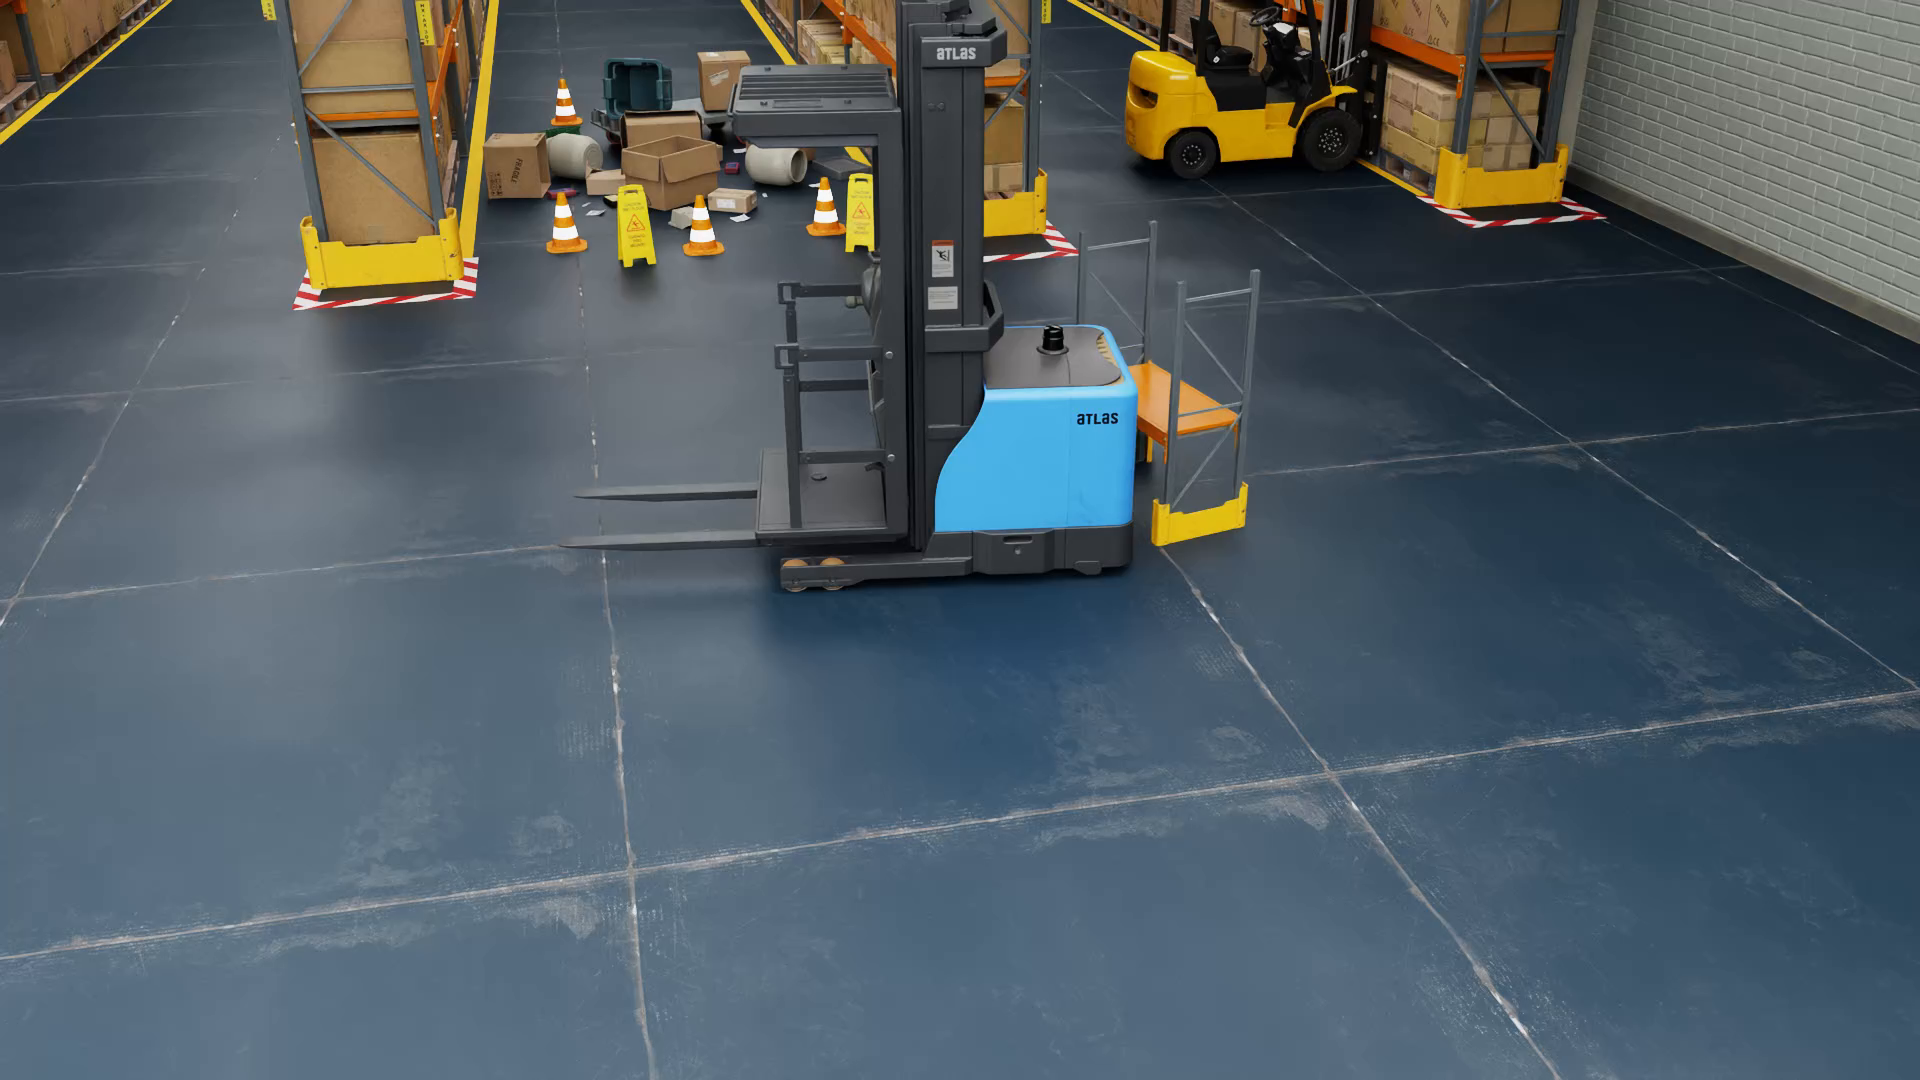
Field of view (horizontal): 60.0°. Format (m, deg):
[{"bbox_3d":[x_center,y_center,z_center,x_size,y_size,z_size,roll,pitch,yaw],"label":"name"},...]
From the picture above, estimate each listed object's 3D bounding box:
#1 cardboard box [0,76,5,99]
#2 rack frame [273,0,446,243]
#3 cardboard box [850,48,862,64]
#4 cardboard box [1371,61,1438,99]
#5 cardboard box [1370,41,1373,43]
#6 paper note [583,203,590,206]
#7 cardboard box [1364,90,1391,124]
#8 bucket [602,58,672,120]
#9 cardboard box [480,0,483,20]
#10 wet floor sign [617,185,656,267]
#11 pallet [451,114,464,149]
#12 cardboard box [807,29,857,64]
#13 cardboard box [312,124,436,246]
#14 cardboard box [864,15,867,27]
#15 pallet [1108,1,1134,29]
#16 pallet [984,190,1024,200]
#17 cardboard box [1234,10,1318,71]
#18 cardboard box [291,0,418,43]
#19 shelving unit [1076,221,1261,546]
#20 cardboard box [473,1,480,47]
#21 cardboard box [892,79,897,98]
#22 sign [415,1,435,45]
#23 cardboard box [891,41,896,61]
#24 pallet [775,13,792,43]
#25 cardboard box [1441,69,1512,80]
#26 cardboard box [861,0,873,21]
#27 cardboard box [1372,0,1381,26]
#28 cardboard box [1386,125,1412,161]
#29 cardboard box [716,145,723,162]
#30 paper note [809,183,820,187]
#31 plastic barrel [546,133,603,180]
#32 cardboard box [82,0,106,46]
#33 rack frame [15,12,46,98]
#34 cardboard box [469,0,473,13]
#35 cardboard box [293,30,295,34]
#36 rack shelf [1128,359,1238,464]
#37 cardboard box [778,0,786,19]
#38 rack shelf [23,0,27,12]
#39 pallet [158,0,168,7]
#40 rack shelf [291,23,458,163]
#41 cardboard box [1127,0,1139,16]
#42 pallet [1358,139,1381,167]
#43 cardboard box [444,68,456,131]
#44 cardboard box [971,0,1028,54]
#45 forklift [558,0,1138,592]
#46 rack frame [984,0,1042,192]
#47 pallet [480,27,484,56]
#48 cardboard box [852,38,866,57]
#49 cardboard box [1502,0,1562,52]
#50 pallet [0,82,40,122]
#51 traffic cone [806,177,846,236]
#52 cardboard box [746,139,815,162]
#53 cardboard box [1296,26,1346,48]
[{"bbox_3d":[-10.973,-5.066,18.243,0.700,0.500,0.500,-8,28,-16],"label":"cardboard box"},{"bbox_3d":[-4.622,-3.467,12.790,1.000,3.000,0.127,-6,27,-12],"label":"rack frame"},{"bbox_3d":[-0.854,-4.778,17.141,0.500,0.500,0.500,-5,27,-9],"label":"cardboard box"},{"bbox_3d":[4.361,-4.540,16.393,0.500,0.250,0.500,-6,27,-11],"label":"cardboard box"},{"bbox_3d":[4.539,-5.265,17.827,0.500,0.250,0.500,-6,27,-12],"label":"cardboard box"},{"bbox_3d":[-3.459,-3.105,15.391,0.032,0.001,0.123,8,28,15],"label":"paper note"},{"bbox_3d":[4.359,-4.330,16.531,0.500,0.250,0.500,-7,28,-13],"label":"cardboard box"},{"bbox_3d":[-3.247,-4.615,17.009,0.726,0.611,0.620,3,17,6],"label":"bucket"},{"bbox_3d":[-6.915,-7.507,23.103,0.500,0.500,0.500,-6,27,-13],"label":"cardboard box"},{"bbox_3d":[-2.687,-2.604,13.693,0.267,0.644,0.232,-11,29,-20],"label":"wet floor sign"},{"bbox_3d":[-5.771,-4.309,17.553,1.003,0.211,1.213,-6,27,-12],"label":"pallet"},{"bbox_3d":[-1.334,-5.968,20.196,0.950,0.372,0.625,-6,27,-13],"label":"cardboard box"},{"bbox_3d":[-4.840,-2.997,13.750,0.875,0.875,0.875,-6,27,-11],"label":"cardboard box"},{"bbox_3d":[-0.747,-5.156,16.414,0.380,0.149,0.250,-5,27,-10],"label":"cardboard box"},{"bbox_3d":[2.807,-7.653,24.178,1.003,0.211,1.213,-6,27,-12],"label":"pallet"},{"bbox_3d":[0.012,-3.163,15.282,1.003,0.211,1.213,-6,27,-12],"label":"pallet"},{"bbox_3d":[3.815,-5.972,19.923,0.875,0.625,0.625,-6,27,-12],"label":"cardboard box"},{"bbox_3d":[-4.668,-4.183,12.843,0.875,0.550,0.550,-6,27,-12],"label":"cardboard box"},{"bbox_3d":[1.119,-0.909,9.386,0.587,1.500,1.083,-12,29,-23],"label":"shelving unit"},{"bbox_3d":[-6.453,-6.607,21.320,0.500,0.500,0.500,-6,27,-11],"label":"cardboard box"},{"bbox_3d":[-0.405,-4.078,15.033,0.380,0.149,0.250,-5,27,-10],"label":"cardboard box"},{"bbox_3d":[-4.080,-3.942,12.683,0.100,0.325,0.005,-6,27,-12],"label":"sign"},{"bbox_3d":[-0.405,-4.369,14.856,0.380,0.149,0.250,-5,27,-11],"label":"cardboard box"},{"bbox_3d":[-2.001,-7.169,23.220,1.003,0.211,1.213,-6,27,-12],"label":"pallet"},{"bbox_3d":[4.973,-4.375,16.065,0.500,0.250,0.500,-6,27,-12],"label":"cardboard box"},{"bbox_3d":[-0.660,-5.286,15.953,0.500,0.500,0.500,-6,27,-12],"label":"cardboard box"},{"bbox_3d":[4.298,-5.427,16.562,0.500,0.500,0.500,-6,27,-11],"label":"cardboard box"},{"bbox_3d":[4.496,-3.873,16.180,0.500,0.250,0.500,-6,27,-12],"label":"cardboard box"},{"bbox_3d":[-2.632,-3.974,16.828,0.396,0.266,0.258,19,32,32],"label":"cardboard box"},{"bbox_3d":[-1.359,-3.412,15.976,0.142,0.019,0.148,-16,31,-29],"label":"paper note"},{"bbox_3d":[-3.774,-3.731,16.171,0.512,0.421,0.421,13,30,24],"label":"plastic barrel"},{"bbox_3d":[-11.816,-6.843,21.371,1.225,0.875,0.875,-7,28,-13],"label":"cardboard box"},{"bbox_3d":[-11.281,-6.520,18.838,1.000,3.000,0.127,-6,27,-12],"label":"rack frame"},{"bbox_3d":[-6.345,-6.713,20.696,0.500,0.250,0.500,-7,28,-14],"label":"cardboard box"},{"bbox_3d":[-4.895,-3.931,13.544,0.875,0.550,0.550,-6,27,-12],"label":"cardboard box"},{"bbox_3d":[1.123,-0.745,9.460,0.538,0.185,1.000,-12,29,-23],"label":"rack shelf"},{"bbox_3d":[-2.098,-7.861,23.388,0.875,0.875,0.875,-5,27,-10],"label":"cardboard box"},{"bbox_3d":[-11.731,-7.076,20.740,1.077,0.370,4.000,-6,27,-12],"label":"rack shelf"},{"bbox_3d":[-12.827,-8.444,25.745,1.003,0.211,1.213,-6,27,-12],"label":"pallet"},{"bbox_3d":[-5.073,-4.024,14.691,1.077,0.370,4.000,-6,27,-12],"label":"rack shelf"},{"bbox_3d":[2.682,-7.717,23.519,0.500,0.500,0.500,-5,27,-9],"label":"cardboard box"},{"bbox_3d":[4.528,-4.141,17.219,1.003,0.211,1.213,-6,27,-12],"label":"pallet"},{"bbox_3d":[-5.751,-4.669,17.203,1.050,0.750,0.750,-6,27,-12],"label":"cardboard box"},{"bbox_3d":[0.341,-4.427,14.252,0.500,0.500,0.500,-6,27,-12],"label":"cardboard box"},{"bbox_3d":[-0.622,-1.286,8.545,3.031,2.935,1.130,-2,27,-4],"label":"forklift"},{"bbox_3d":[0.177,-4.014,13.874,1.000,3.000,0.127,-6,27,-12],"label":"rack frame"},{"bbox_3d":[-6.872,-6.612,22.115,1.003,0.211,1.213,-6,27,-12],"label":"pallet"},{"bbox_3d":[-0.884,-5.007,16.874,0.380,0.149,0.250,-6,27,-11],"label":"cardboard box"},{"bbox_3d":[5.172,-4.810,15.340,0.500,0.500,0.500,-5,27,-10],"label":"cardboard box"},{"bbox_3d":[-11.106,-4.932,18.786,1.003,0.211,1.213,-6,27,-12],"label":"pallet"},{"bbox_3d":[-1.176,-2.939,14.560,0.336,0.463,0.334,-6,27,-12],"label":"traffic cone"},{"bbox_3d":[-1.808,-4.047,16.710,0.500,0.500,0.500,13,30,24],"label":"cardboard box"},{"bbox_3d":[3.914,-5.438,18.170,0.500,0.250,0.500,-6,27,-12],"label":"cardboard box"}]
